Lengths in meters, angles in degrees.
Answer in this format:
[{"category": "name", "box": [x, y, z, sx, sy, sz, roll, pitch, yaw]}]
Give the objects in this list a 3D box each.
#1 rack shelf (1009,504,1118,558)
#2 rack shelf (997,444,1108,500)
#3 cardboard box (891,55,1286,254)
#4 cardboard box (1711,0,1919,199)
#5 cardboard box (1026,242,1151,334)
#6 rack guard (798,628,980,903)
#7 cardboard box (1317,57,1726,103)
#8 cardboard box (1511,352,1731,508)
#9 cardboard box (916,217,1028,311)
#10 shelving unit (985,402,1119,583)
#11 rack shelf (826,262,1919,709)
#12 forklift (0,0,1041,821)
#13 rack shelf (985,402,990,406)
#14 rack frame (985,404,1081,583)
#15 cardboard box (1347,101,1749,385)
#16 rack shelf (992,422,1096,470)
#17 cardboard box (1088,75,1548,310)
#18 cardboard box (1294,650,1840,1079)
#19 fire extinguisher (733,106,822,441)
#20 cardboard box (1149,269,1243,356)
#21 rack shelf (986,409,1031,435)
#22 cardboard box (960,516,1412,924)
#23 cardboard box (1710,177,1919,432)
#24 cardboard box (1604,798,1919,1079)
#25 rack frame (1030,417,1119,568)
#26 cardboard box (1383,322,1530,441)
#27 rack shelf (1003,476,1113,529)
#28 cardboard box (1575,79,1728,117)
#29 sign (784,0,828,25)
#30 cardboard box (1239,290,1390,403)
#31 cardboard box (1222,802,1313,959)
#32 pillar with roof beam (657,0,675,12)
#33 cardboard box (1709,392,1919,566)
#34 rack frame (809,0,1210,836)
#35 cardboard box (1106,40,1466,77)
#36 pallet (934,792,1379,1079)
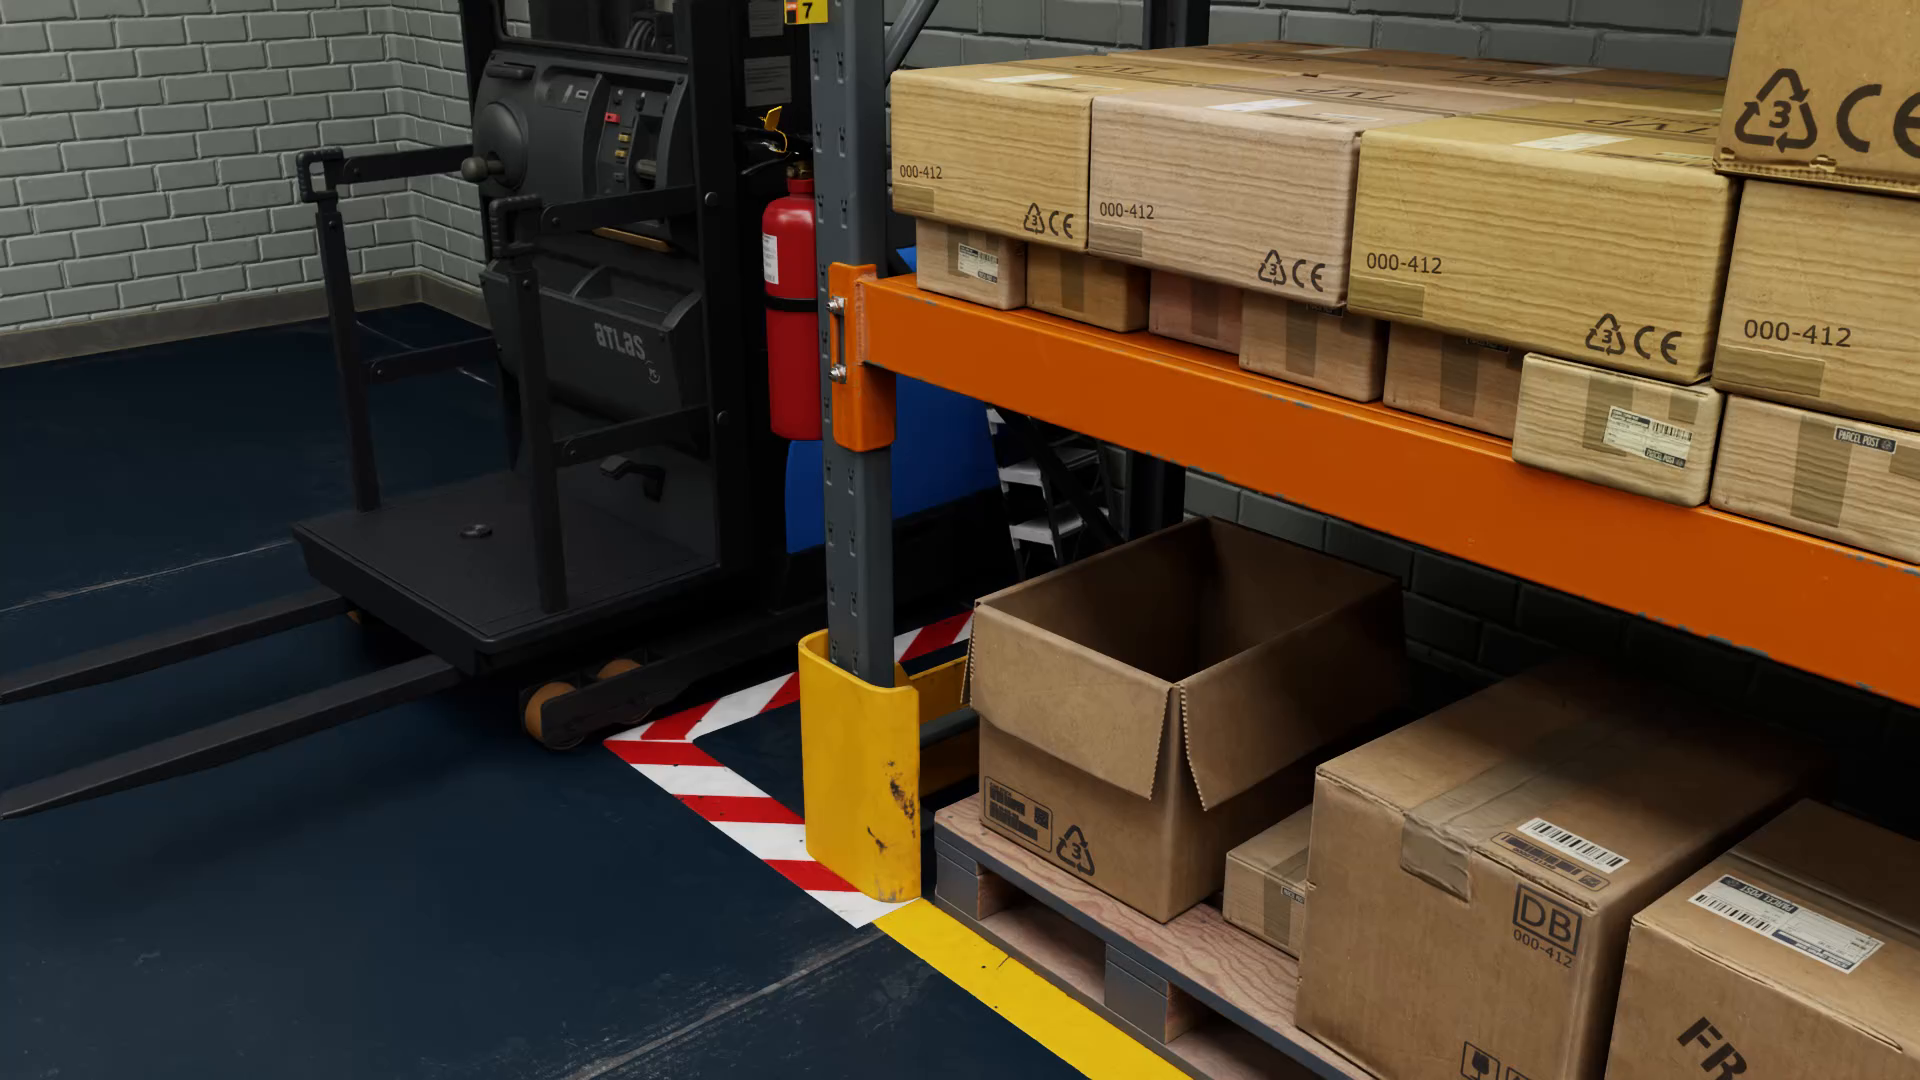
[{"category": "rack shelf", "box": [0.309, -0.034, 4.958, 0.258, 0.077, 0.200, -22, 19, -32]}, {"category": "rack shelf", "box": [0.274, -0.203, 4.907, 0.258, 0.077, 0.200, -22, 19, -32]}, {"category": "cardboard box", "box": [0.225, -0.704, 2.967, 0.500, 0.250, 0.500, -17, 27, -37]}, {"category": "cardboard box", "box": [1.204, -0.639, 1.772, 0.500, 0.500, 0.500, -17, 27, -36]}, {"category": "cardboard box", "box": [0.341, -0.493, 2.974, 0.380, 0.149, 0.250, -17, 27, -36]}, {"category": "rack guard", "box": [0.182, 0.360, 3.880, 1.175, 0.500, 0.348, -17, 27, -37]}, {"category": "cardboard box", "box": [0.970, -0.687, 2.923, 0.500, 0.250, 0.500, -17, 27, -37]}, {"category": "cardboard box", "box": [0.943, -0.184, 2.186, 0.380, 0.149, 0.250, -18, 28, -39]}, {"category": "cardboard box", "box": [0.139, -0.552, 3.125, 0.380, 0.149, 0.250, -18, 27, -38]}, {"category": "shelving unit", "box": [0.268, -0.234, 4.898, 0.258, 0.900, 0.210, -22, 19, -32]}, {"category": "rack shelf", "box": [1.438, 0.062, 2.198, 1.077, 0.370, 4.000, -17, 27, -37]}, {"category": "forklift", "box": [-1.143, -1.054, 4.156, 3.031, 2.935, 1.130, -19, 29, -40]}, {"category": "rack shelf", "box": [0.222, -0.457, 4.832, 0.258, 0.077, 0.200, -22, 19, -32]}, {"category": "rack frame", "box": [0.208, -0.246, 4.979, 0.240, 0.900, 0.006, -22, 19, -32]}, {"category": "cardboard box", "box": [0.887, -0.426, 2.256, 0.500, 0.250, 0.500, -18, 28, -38]}, {"category": "rack shelf", "box": [0.257, -0.287, 4.882, 0.258, 0.077, 0.200, -22, 19, -32]}, {"category": "cardboard box", "box": [0.554, -0.565, 2.612, 0.500, 0.250, 0.500, -17, 27, -37]}, {"category": "cardboard box", "box": [0.989, 0.580, 2.741, 0.700, 0.500, 0.500, -16, 27, -35]}, {"category": "fire extinguisher", "box": [-0.313, -0.546, 3.383, 0.296, 0.674, 0.183, -17, 27, -37]}, {"category": "cardboard box", "box": [0.538, -0.428, 2.809, 0.380, 0.149, 0.250, -18, 28, -38]}, {"category": "rack shelf", "box": [0.239, -0.372, 4.857, 0.258, 0.077, 0.200, -22, 19, -32]}, {"category": "cardboard box", "box": [0.460, 0.333, 3.367, 0.797, 0.503, 0.637, -19, 28, -39]}, {"category": "cardboard box", "box": [1.237, -0.290, 1.908, 0.500, 0.250, 0.500, -18, 28, -39]}, {"category": "cardboard box", "box": [1.258, 0.750, 2.308, 0.500, 0.500, 0.500, -17, 27, -36]}, {"category": "rack frame", "box": [0.328, -0.222, 4.817, 0.240, 0.900, 0.006, -22, 19, -32]}, {"category": "cardboard box", "box": [0.835, -0.272, 2.410, 0.380, 0.149, 0.250, -17, 27, -37]}, {"category": "rack shelf", "box": [0.292, -0.118, 4.932, 0.258, 0.077, 0.200, -22, 19, -32]}, {"category": "cardboard box", "box": [1.289, -0.549, 2.571, 0.500, 0.250, 0.500, -16, 27, -36]}, {"category": "sign", "box": [-0.278, -1.099, 2.990, 0.100, 0.325, 0.005, -17, 27, -37]}, {"category": "cardboard box", "box": [0.657, -0.344, 2.594, 0.380, 0.149, 0.250, -16, 27, -36]}, {"category": "cardboard box", "box": [0.708, 0.625, 3.109, 0.380, 0.149, 0.250, -19, 28, -39]}, {"category": "pillar with roof beam", "box": [-4.206, -3.553, 2.217, 9.100, 9.000, 0.400, -17, 27, -37]}, {"category": "cardboard box", "box": [1.130, -0.116, 2.013, 0.380, 0.149, 0.250, -17, 27, -36]}, {"category": "rack frame", "box": [0.133, -0.825, 3.478, 1.000, 3.000, 0.127, -17, 27, -37]}, {"category": "cardboard box", "box": [0.634, -0.830, 3.288, 0.500, 0.250, 0.500, -16, 27, -36]}, {"category": "pallet", "box": [0.703, 0.714, 3.371, 1.003, 0.211, 1.213, -17, 27, -37]}]
